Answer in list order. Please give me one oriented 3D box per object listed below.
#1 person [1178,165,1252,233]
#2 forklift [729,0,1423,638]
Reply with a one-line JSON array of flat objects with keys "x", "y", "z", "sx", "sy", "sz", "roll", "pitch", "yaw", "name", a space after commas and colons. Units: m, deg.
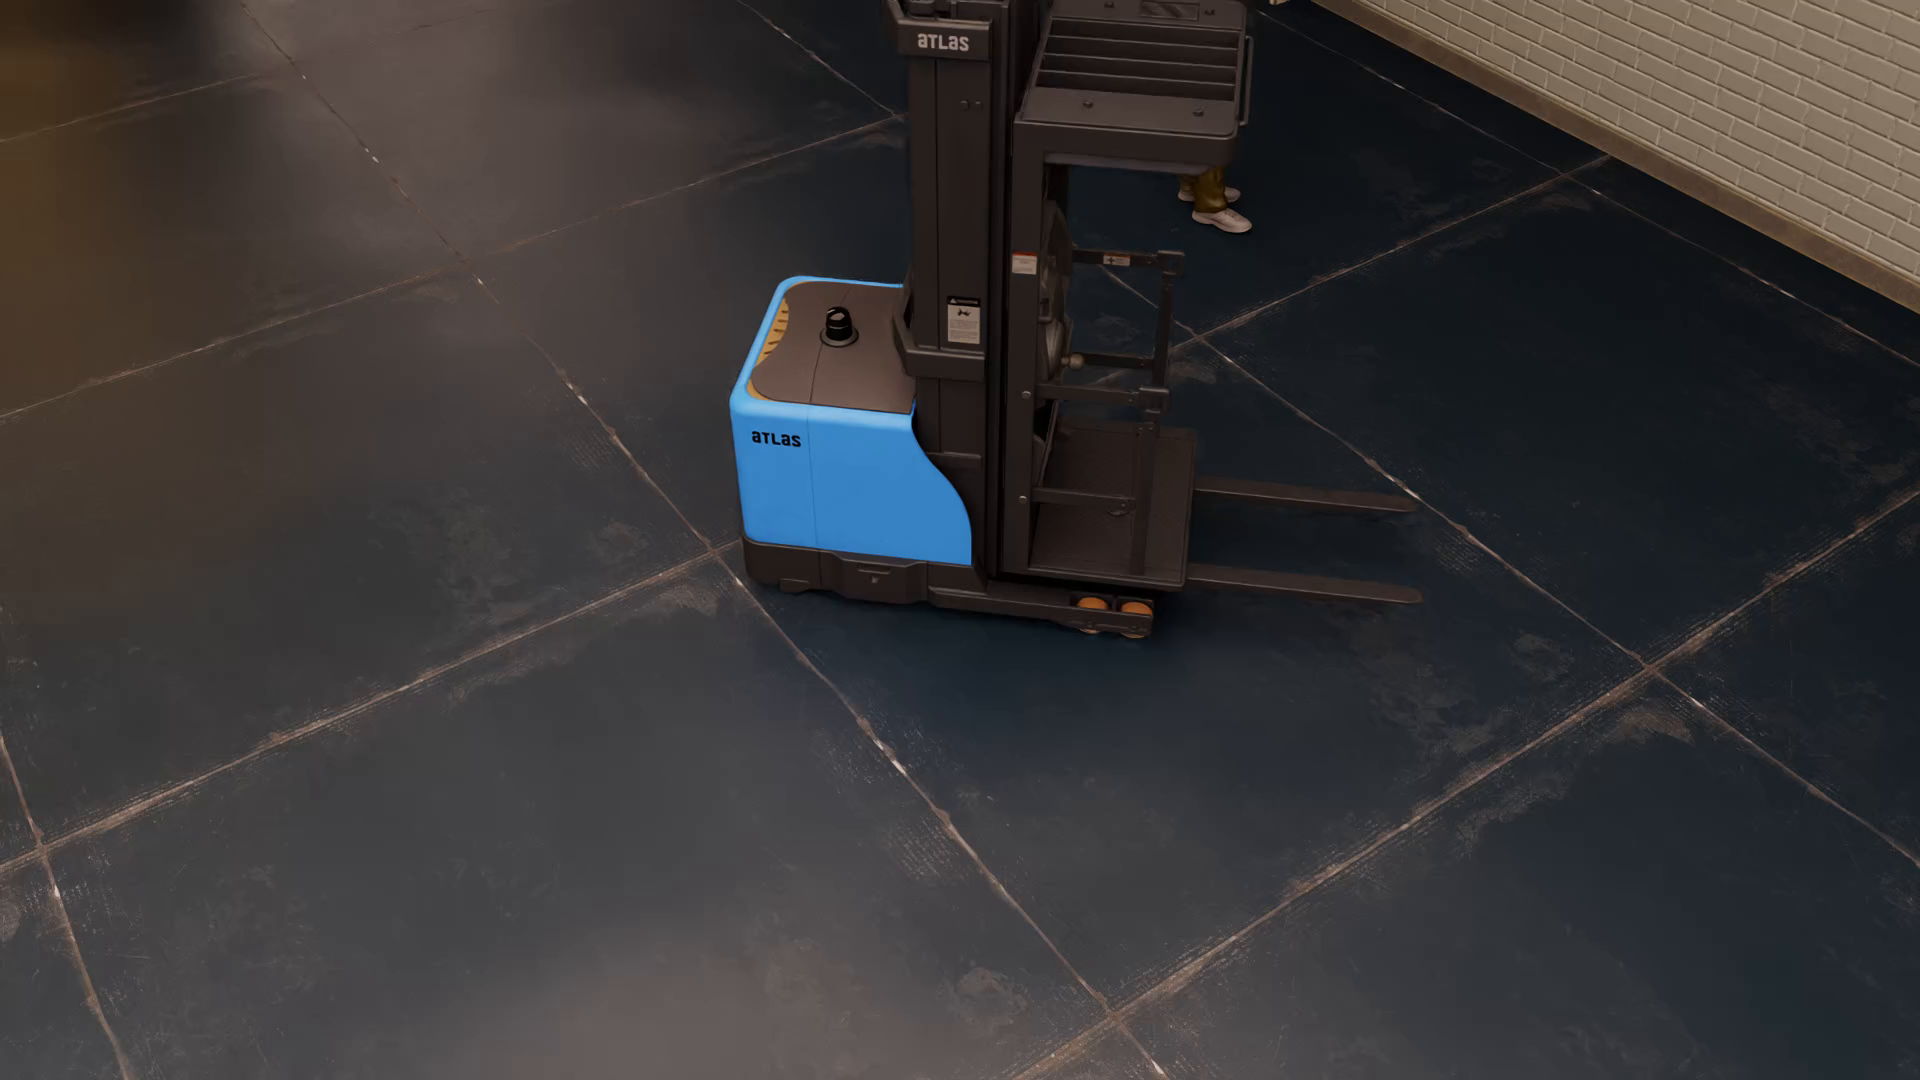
[{"x": 1.516, "y": -2.705, "z": 9.491, "sx": 0.584, "sy": 1.775, "sz": 0.695, "roll": 11, "pitch": 44, "yaw": 11, "name": "person"}, {"x": 0.578, "y": -1.030, "z": 6.833, "sx": 3.031, "sy": 2.935, "sz": 1.130, "roll": 6, "pitch": 43, "yaw": 7, "name": "forklift"}]
